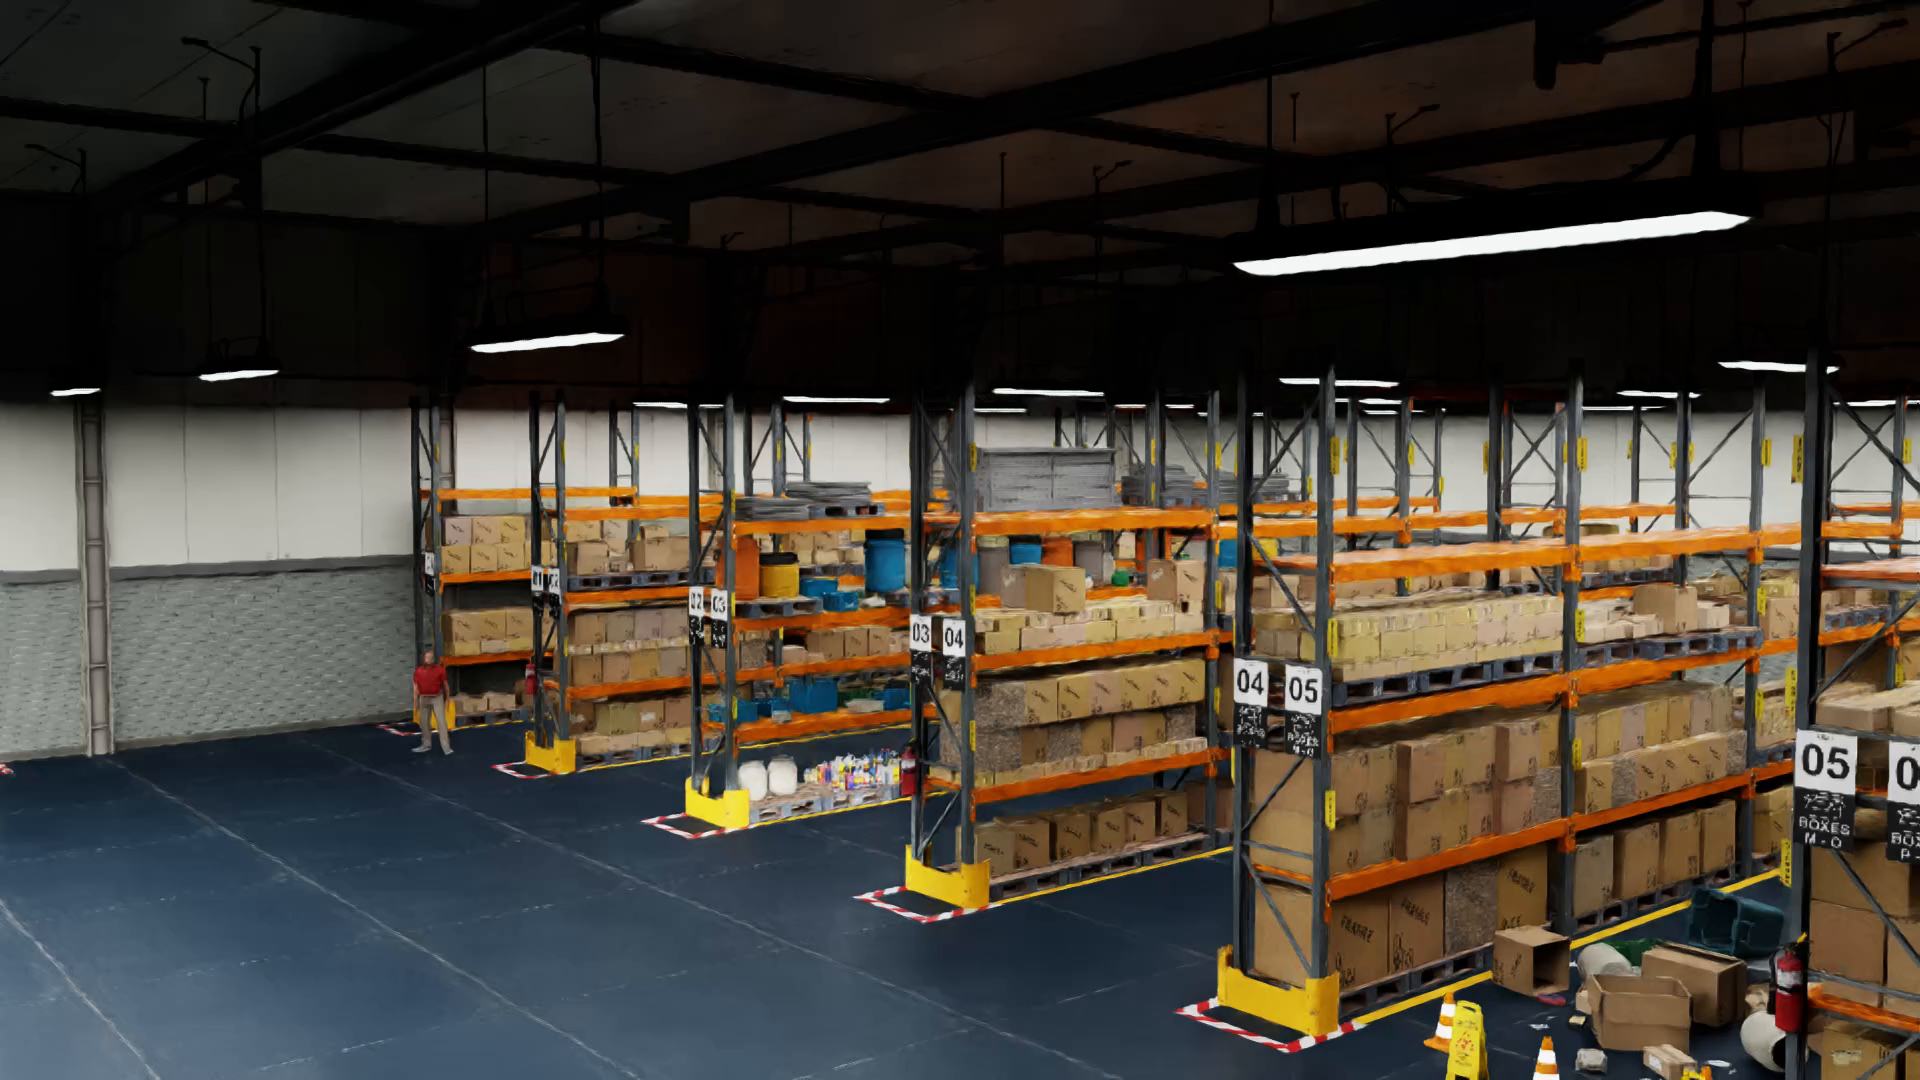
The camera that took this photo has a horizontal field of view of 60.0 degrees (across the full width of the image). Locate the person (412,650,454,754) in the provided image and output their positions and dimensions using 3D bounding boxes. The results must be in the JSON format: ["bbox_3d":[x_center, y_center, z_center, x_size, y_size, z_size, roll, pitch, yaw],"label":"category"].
[{"bbox_3d":[-8.721,2.673,27.520,0.772,1.716,0.583,0,3,-3],"label":"person"}]
